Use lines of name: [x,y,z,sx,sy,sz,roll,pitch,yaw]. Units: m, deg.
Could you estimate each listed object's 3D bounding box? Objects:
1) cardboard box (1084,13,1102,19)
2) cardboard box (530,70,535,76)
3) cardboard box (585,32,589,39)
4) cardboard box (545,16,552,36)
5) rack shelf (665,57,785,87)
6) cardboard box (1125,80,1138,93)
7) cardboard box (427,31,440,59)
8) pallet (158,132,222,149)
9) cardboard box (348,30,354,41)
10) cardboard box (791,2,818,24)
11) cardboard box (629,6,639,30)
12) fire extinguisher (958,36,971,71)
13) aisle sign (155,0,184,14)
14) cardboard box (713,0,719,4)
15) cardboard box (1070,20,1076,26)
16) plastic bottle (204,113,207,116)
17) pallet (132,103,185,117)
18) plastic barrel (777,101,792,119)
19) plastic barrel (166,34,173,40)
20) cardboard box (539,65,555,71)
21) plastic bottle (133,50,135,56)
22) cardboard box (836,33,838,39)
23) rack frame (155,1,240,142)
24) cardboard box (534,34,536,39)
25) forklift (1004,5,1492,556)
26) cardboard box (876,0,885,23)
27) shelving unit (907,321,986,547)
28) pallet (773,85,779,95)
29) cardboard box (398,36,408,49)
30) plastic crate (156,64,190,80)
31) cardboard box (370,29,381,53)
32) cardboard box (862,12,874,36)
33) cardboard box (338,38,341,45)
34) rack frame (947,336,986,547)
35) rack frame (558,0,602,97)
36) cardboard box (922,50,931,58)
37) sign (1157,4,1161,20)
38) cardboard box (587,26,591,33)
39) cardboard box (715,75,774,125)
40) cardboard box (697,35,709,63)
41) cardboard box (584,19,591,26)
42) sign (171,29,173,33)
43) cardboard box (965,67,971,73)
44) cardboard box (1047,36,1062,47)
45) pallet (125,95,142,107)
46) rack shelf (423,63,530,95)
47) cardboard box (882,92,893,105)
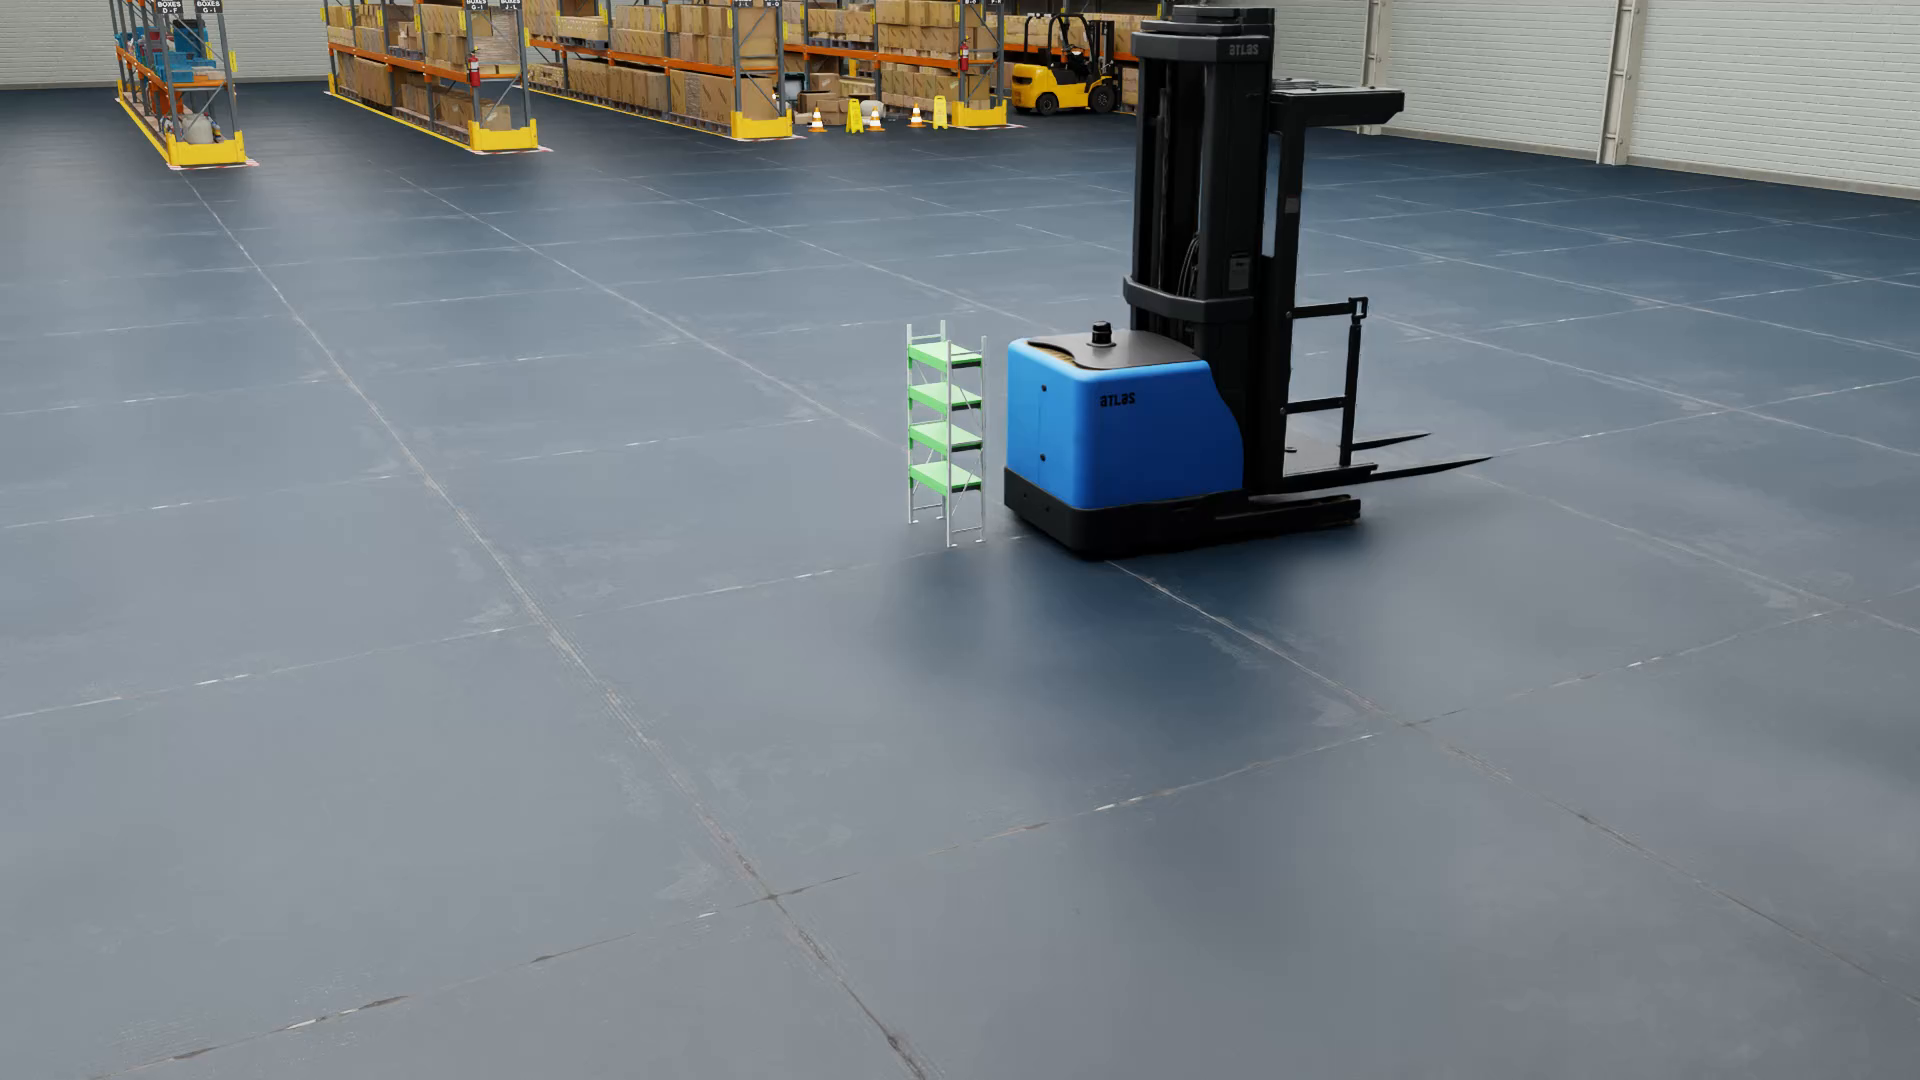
cardboard box: [3.130,-12.229,38.870,0.380,0.149,0.250,-10,22,-28]
cardboard box: [-11.363,-12.598,44.813,0.380,0.149,0.250,-10,21,-27]
cardboard box: [-8.660,-11.955,39.421,0.380,0.149,0.250,-10,22,-27]
cardboard box: [-10.291,-13.168,42.585,0.500,0.500,0.500,-11,22,-28]
rack shelf: [-4.818,-9.525,33.740,1.077,0.370,4.000,-10,21,-27]
cardboard box: [4.071,-10.229,37.481,0.500,0.250,0.500,-10,22,-27]
cardboard box: [-9.815,-9.600,32.245,0.875,0.500,0.500,-10,21,-27]
pallet: [-14.258,-7.415,30.798,1.003,0.211,1.213,-10,21,-27]
cardboard box: [-14.421,-12.152,40.025,0.500,0.250,0.500,-10,22,-28]
cardboard box: [-3.835,-13.011,41.053,0.500,0.500,0.500,-11,22,-28]
cardboard box: [-6.976,-11.685,37.211,0.700,0.500,0.500,-10,22,-27]
fire extinguisher: [0.089,-9.946,33.975,0.296,0.674,0.183,-10,21,-27]
aisle sign: [-12.868,-8.947,26.976,0.394,0.787,0.004,-10,21,-27]
cardboard box: [-6.440,-14.581,45.603,0.500,0.500,0.500,-10,21,-26]
cardboard box: [2.827,-12.227,39.318,0.380,0.149,0.250,-10,22,-28]
plastic bottle: [-13.981,-7.748,30.875,0.144,0.351,0.185,-11,22,-28]
pallet: [-18.009,-9.683,37.370,1.003,0.211,1.213,-10,21,-27]
plastic barrel: [-3.879,-9.133,35.451,0.512,0.421,0.421,4,19,11]
plastic barrel: [-15.952,-10.059,33.976,0.600,0.536,0.708,-10,21,-27]
cardboard box: [-10.959,-12.521,44.134,0.380,0.149,0.250,-9,21,-25]
plastic bottle: [-17.479,-10.335,35.289,0.097,0.201,0.097,0,19,0]
cardboard box: [-2.710,-11.955,39.419,0.380,0.149,0.250,-9,21,-25]
rack frame: [-12.641,-7.785,27.593,1.000,3.000,0.127,-10,21,-27]
cardboard box: [-11.119,-13.416,44.299,0.380,0.149,0.250,-9,21,-24]
forklift: [1.828,-1.598,9.769,3.031,2.935,1.130,-8,21,-22]
cardboard box: [-1.442,-11.736,36.901,0.700,0.500,0.500,-10,22,-27]
shelving unit: [-0.079,-0.615,9.573,0.258,1.200,0.503,-10,21,-27]
pallet: [-4.243,-11.653,43.078,1.003,0.211,1.213,-10,21,-27]
cardboard box: [-11.487,-10.459,34.930,0.500,0.250,0.500,-11,22,-28]
plastic crate: [-13.445,-7.999,28.442,0.499,0.251,0.408,-10,21,-27]
cardboard box: [-13.014,-11.292,37.603,0.500,0.500,0.500,-11,22,-28]
cardboard box: [-1.881,-11.719,37.740,0.500,0.500,0.500,-10,22,-28]
cardboard box: [-15.270,-12.432,41.446,0.380,0.149,0.250,-11,22,-28]
rack frame: [0.037,-0.545,9.370,0.240,1.200,0.015,-10,21,-27]
rack frame: [-9.567,-12.736,41.942,1.000,3.000,0.127,-10,21,-27]
cardboard box: [-0.595,-10.399,35.553,0.380,0.149,0.250,-10,22,-27]
sign: [4.322,-11.436,36.036,0.100,0.325,0.005,-10,21,-27]
cardboard box: [-8.558,-12.031,39.184,0.380,0.149,0.250,-9,21,-25]
cardboard box: [-4.249,-8.670,32.771,0.875,0.875,0.875,-10,21,-26]
cardboard box: [-4.809,-9.942,33.615,0.875,0.550,0.500,-10,21,-27]
cardboard box: [-8.675,-12.242,39.340,0.380,0.149,0.250,-9,21,-25]
sign: [-17.854,-11.445,37.776,0.100,0.325,0.005,-10,21,-27]
cardboard box: [0.389,-12.404,44.167,0.500,0.500,0.500,-10,22,-27]
cardboard box: [2.437,-12.038,40.150,0.500,0.250,0.500,-9,21,-25]
pallet: [-19.306,-10.467,39.641,1.003,0.211,1.213,-10,21,-27]
rack shelf: [-9.231,-8.786,31.597,1.077,0.370,4.000,-10,21,-27]
cardboard box: [-1.417,-9.923,37.360,0.500,0.250,0.500,-11,22,-29]
